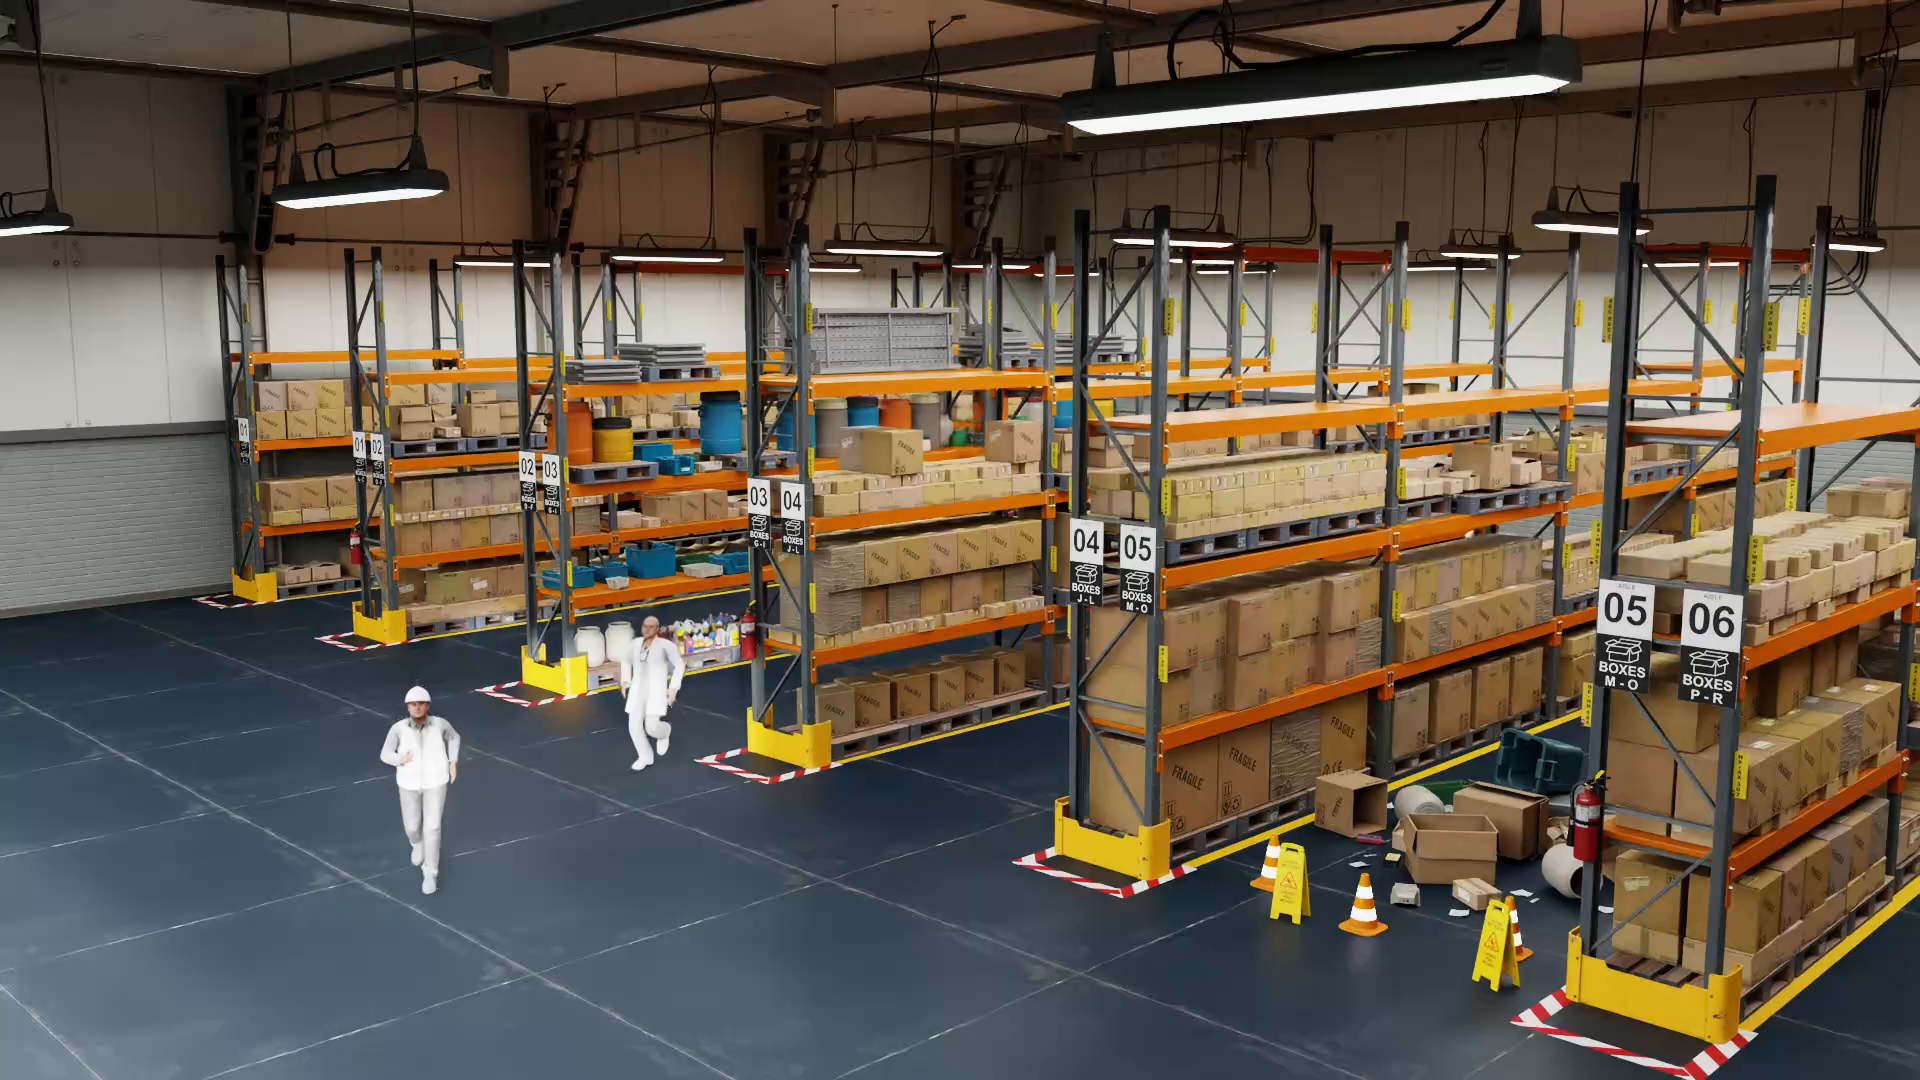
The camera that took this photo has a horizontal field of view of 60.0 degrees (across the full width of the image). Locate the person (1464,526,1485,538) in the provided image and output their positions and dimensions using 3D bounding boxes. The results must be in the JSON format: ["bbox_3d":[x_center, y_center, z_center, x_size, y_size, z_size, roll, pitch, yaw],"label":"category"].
[{"bbox_3d":[8.268,0.489,26.633,0.687,1.765,1.003,7,11,39],"label":"person"}]

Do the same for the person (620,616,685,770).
[{"bbox_3d":[-3.447,1.690,18.614,0.757,1.717,0.621,2,8,14],"label":"person"}]

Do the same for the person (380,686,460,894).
[{"bbox_3d":[-4.810,2.172,14.866,0.676,1.765,0.931,-2,8,-16],"label":"person"}]
